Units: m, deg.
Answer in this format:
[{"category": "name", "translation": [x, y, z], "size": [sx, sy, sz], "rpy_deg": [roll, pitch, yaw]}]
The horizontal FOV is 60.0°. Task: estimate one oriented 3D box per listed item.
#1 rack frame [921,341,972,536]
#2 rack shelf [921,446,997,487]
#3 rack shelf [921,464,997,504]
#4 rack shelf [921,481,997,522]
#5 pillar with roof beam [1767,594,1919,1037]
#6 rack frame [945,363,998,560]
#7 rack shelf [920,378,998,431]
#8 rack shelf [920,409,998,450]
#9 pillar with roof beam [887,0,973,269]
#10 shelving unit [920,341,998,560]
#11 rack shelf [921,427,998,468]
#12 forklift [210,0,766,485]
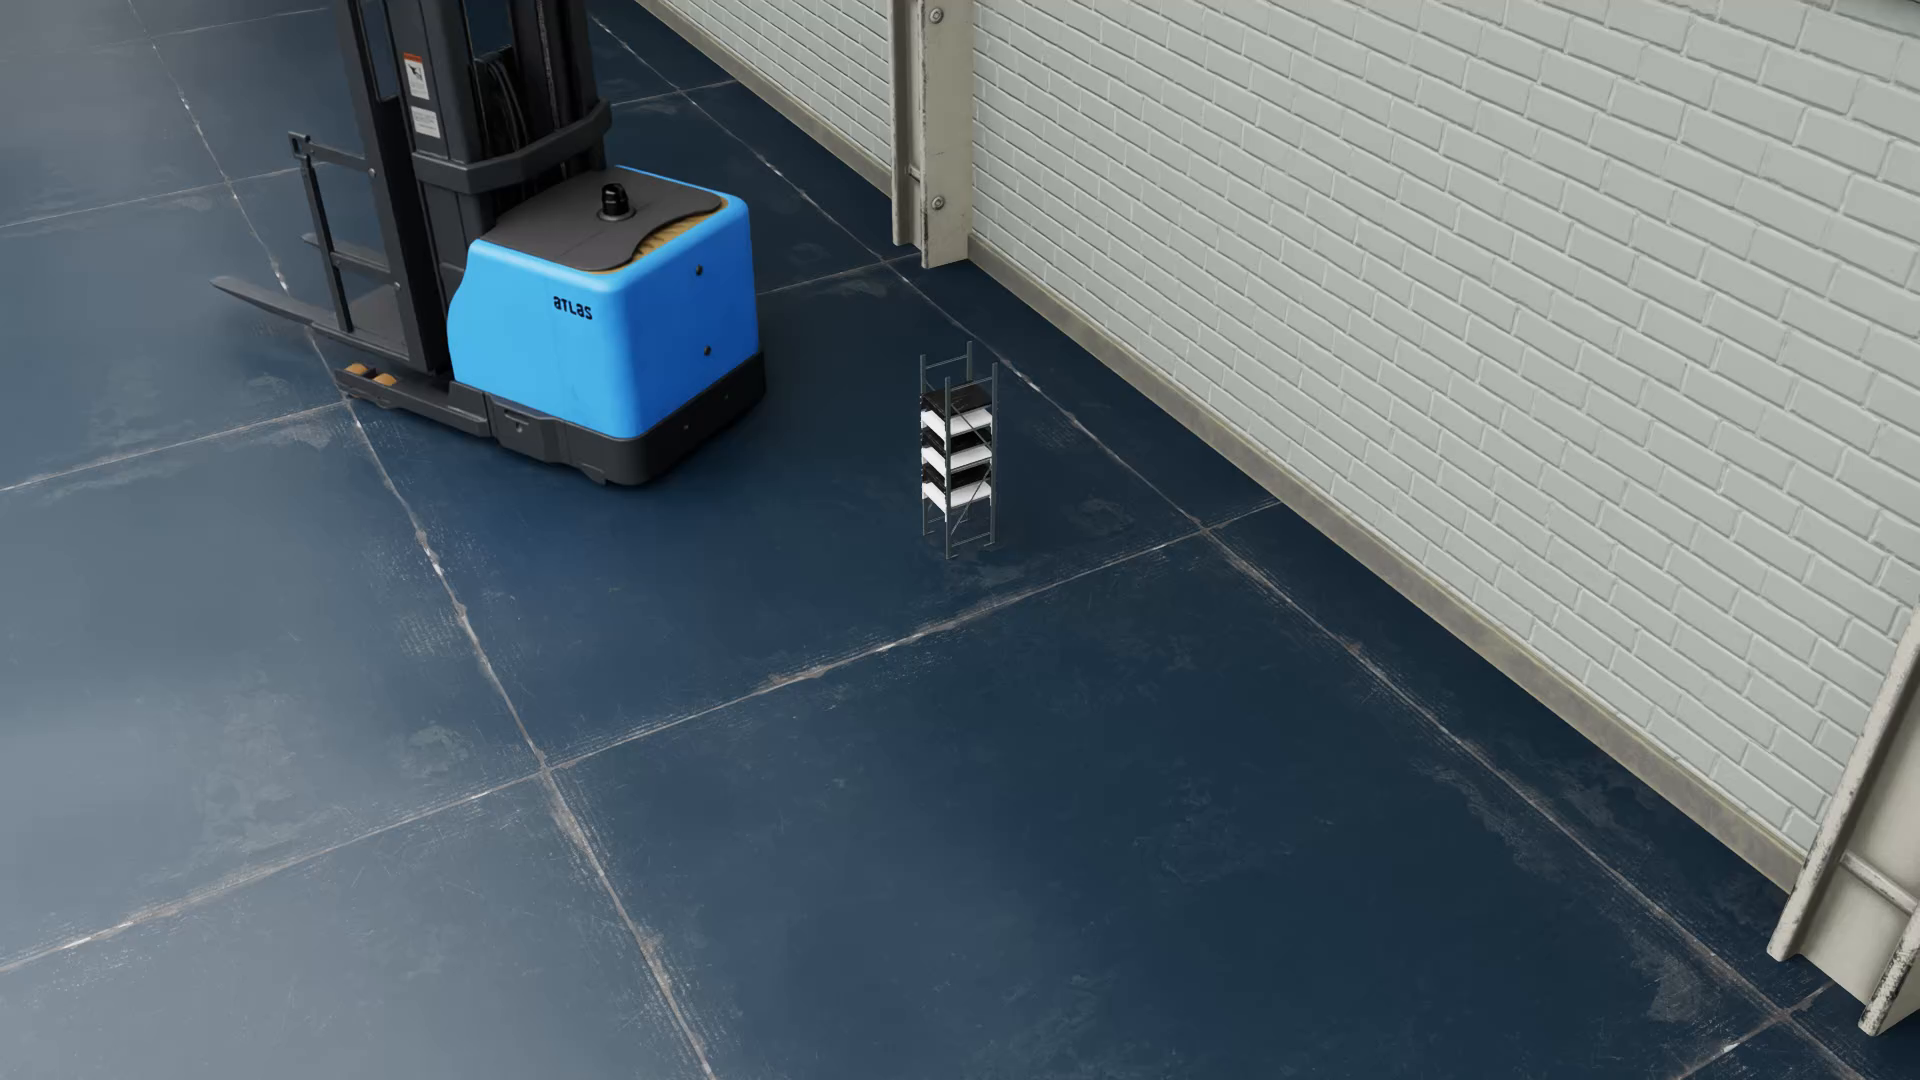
[{"category": "rack frame", "translation": [-0.055, -0.419, 7.061], "size": [0.240, 0.900, 0.006], "rpy_deg": [-19, 40, -24]}, {"category": "rack shelf", "translation": [-0.004, -0.341, 7.010], "size": [0.258, 0.077, 0.200], "rpy_deg": [-19, 40, -24]}, {"category": "rack shelf", "translation": [-0.004, -0.268, 7.063], "size": [0.258, 0.077, 0.200], "rpy_deg": [-19, 40, -24]}, {"category": "rack shelf", "translation": [-0.004, -0.195, 7.116], "size": [0.258, 0.077, 0.200], "rpy_deg": [-19, 40, -24]}, {"category": "pillar with roof beam", "translation": [-0.866, -0.965, 0.942], "size": [9.100, 9.000, 0.400], "rpy_deg": [-19, 40, -24]}, {"category": "rack frame", "translation": [0.047, -0.316, 6.919], "size": [0.240, 0.900, 0.006], "rpy_deg": [-19, 40, -24]}, {"category": "rack shelf", "translation": [-0.004, -0.559, 6.851], "size": [0.258, 0.077, 0.200], "rpy_deg": [-19, 40, -24]}, {"category": "rack shelf", "translation": [-0.004, -0.486, 6.904], "size": [0.258, 0.077, 0.200], "rpy_deg": [-19, 40, -24]}, {"category": "pillar with roof beam", "translation": [-3.880, -4.025, 5.132], "size": [9.100, 9.000, 0.400], "rpy_deg": [-19, 40, -24]}, {"category": "shelving unit", "translation": [-0.004, -0.368, 6.990], "size": [0.258, 0.900, 0.210], "rpy_deg": [-19, 40, -24]}, {"category": "rack shelf", "translation": [-0.004, -0.413, 6.957], "size": [0.258, 0.077, 0.200], "rpy_deg": [-19, 40, -24]}, {"category": "forklift", "translation": [-2.475, -2.072, 7.602], "size": [3.031, 2.935, 1.130], "rpy_deg": [20, 40, 25]}]
